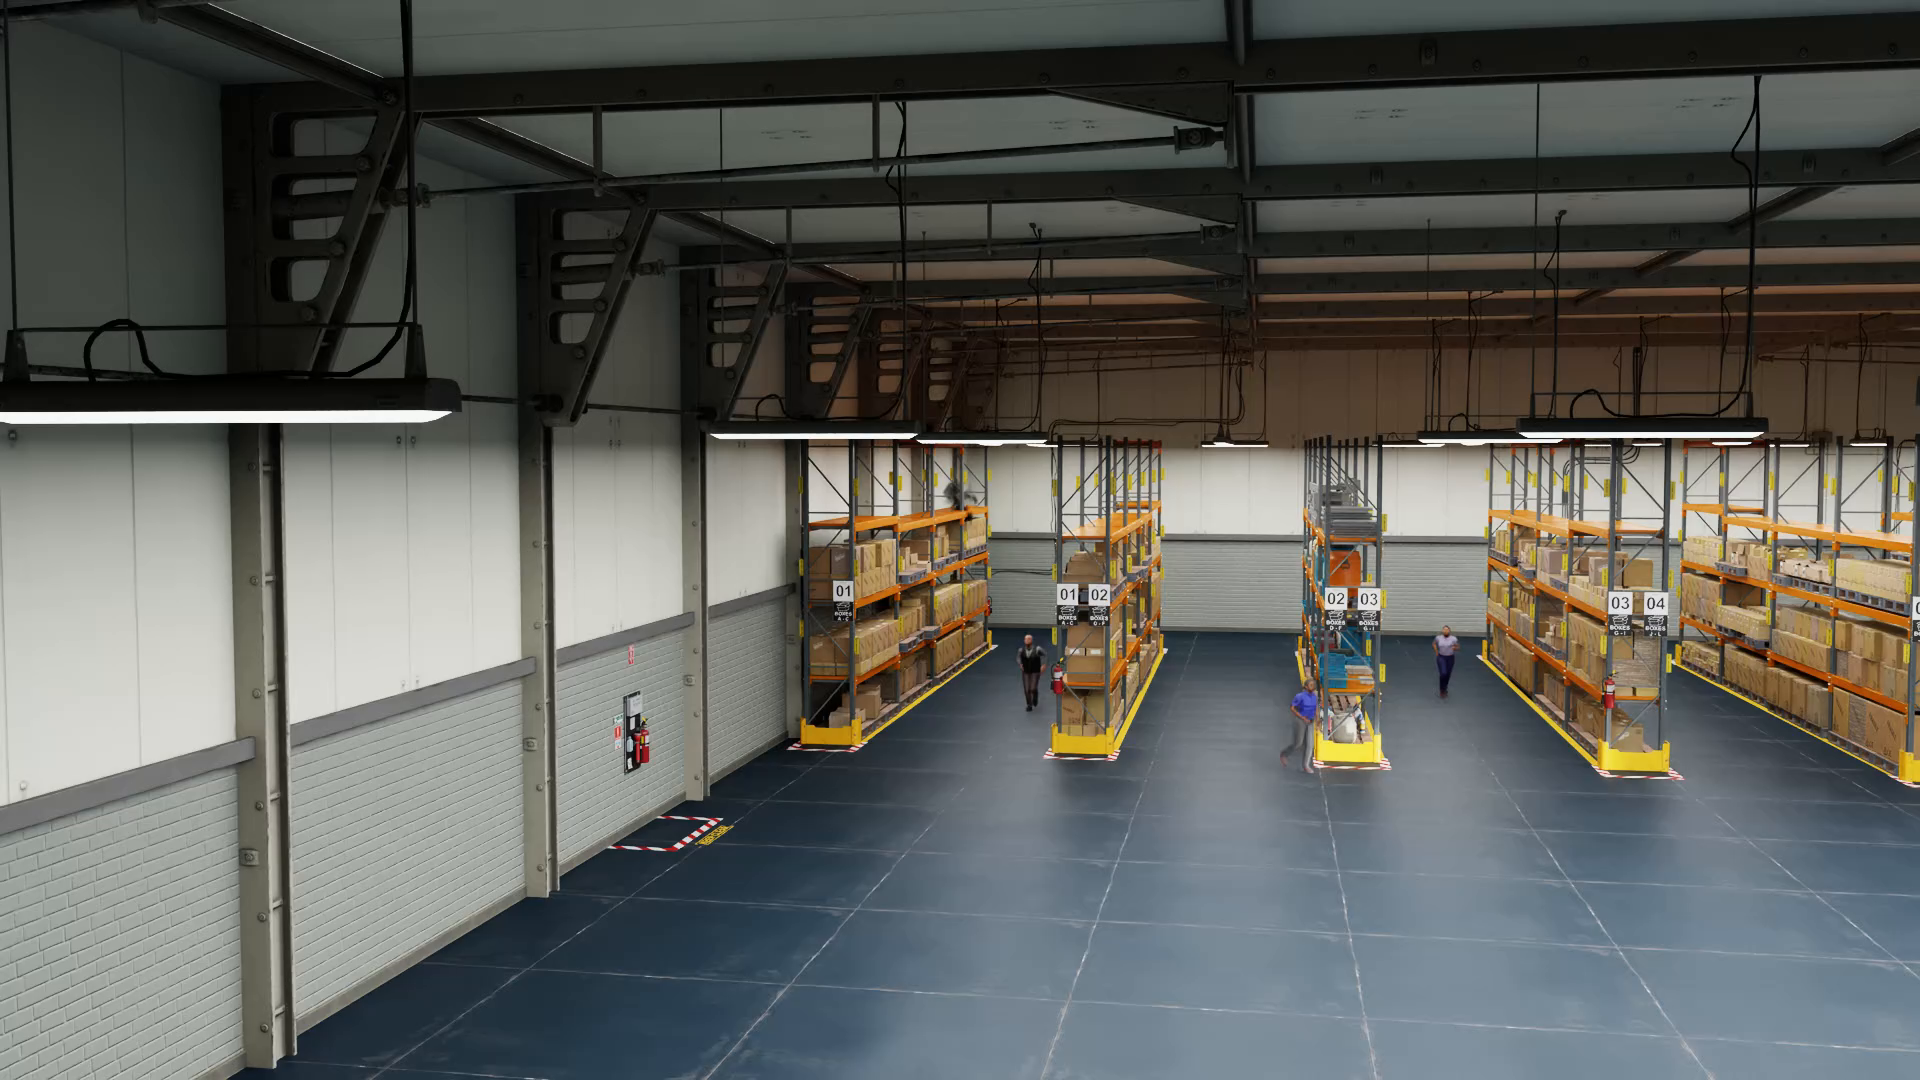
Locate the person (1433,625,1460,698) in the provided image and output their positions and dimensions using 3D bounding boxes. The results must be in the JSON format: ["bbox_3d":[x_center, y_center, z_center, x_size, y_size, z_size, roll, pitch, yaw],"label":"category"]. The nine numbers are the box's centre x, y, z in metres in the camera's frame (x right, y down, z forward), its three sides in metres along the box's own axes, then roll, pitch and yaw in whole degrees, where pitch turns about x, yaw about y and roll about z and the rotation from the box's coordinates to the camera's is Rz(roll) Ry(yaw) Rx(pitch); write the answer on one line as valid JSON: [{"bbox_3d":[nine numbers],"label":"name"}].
[{"bbox_3d":[11.300,2.839,38.614,0.574,1.707,0.730,0,3,5],"label":"person"}]

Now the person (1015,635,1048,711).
[{"bbox_3d":[1.548,2.919,36.354,0.682,1.684,0.703,1,3,18],"label":"person"}]

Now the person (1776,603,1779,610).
[{"bbox_3d":[22.149,2.478,45.407,0.537,1.558,0.524,1,3,10],"label":"person"}]

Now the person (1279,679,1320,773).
[{"bbox_3d":[6.180,3.299,29.758,0.641,1.632,0.785,-2,3,-27],"label":"person"}]

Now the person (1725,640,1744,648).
[{"bbox_3d":[21.159,2.423,45.250,0.809,1.695,0.666,0,3,6],"label":"person"}]
